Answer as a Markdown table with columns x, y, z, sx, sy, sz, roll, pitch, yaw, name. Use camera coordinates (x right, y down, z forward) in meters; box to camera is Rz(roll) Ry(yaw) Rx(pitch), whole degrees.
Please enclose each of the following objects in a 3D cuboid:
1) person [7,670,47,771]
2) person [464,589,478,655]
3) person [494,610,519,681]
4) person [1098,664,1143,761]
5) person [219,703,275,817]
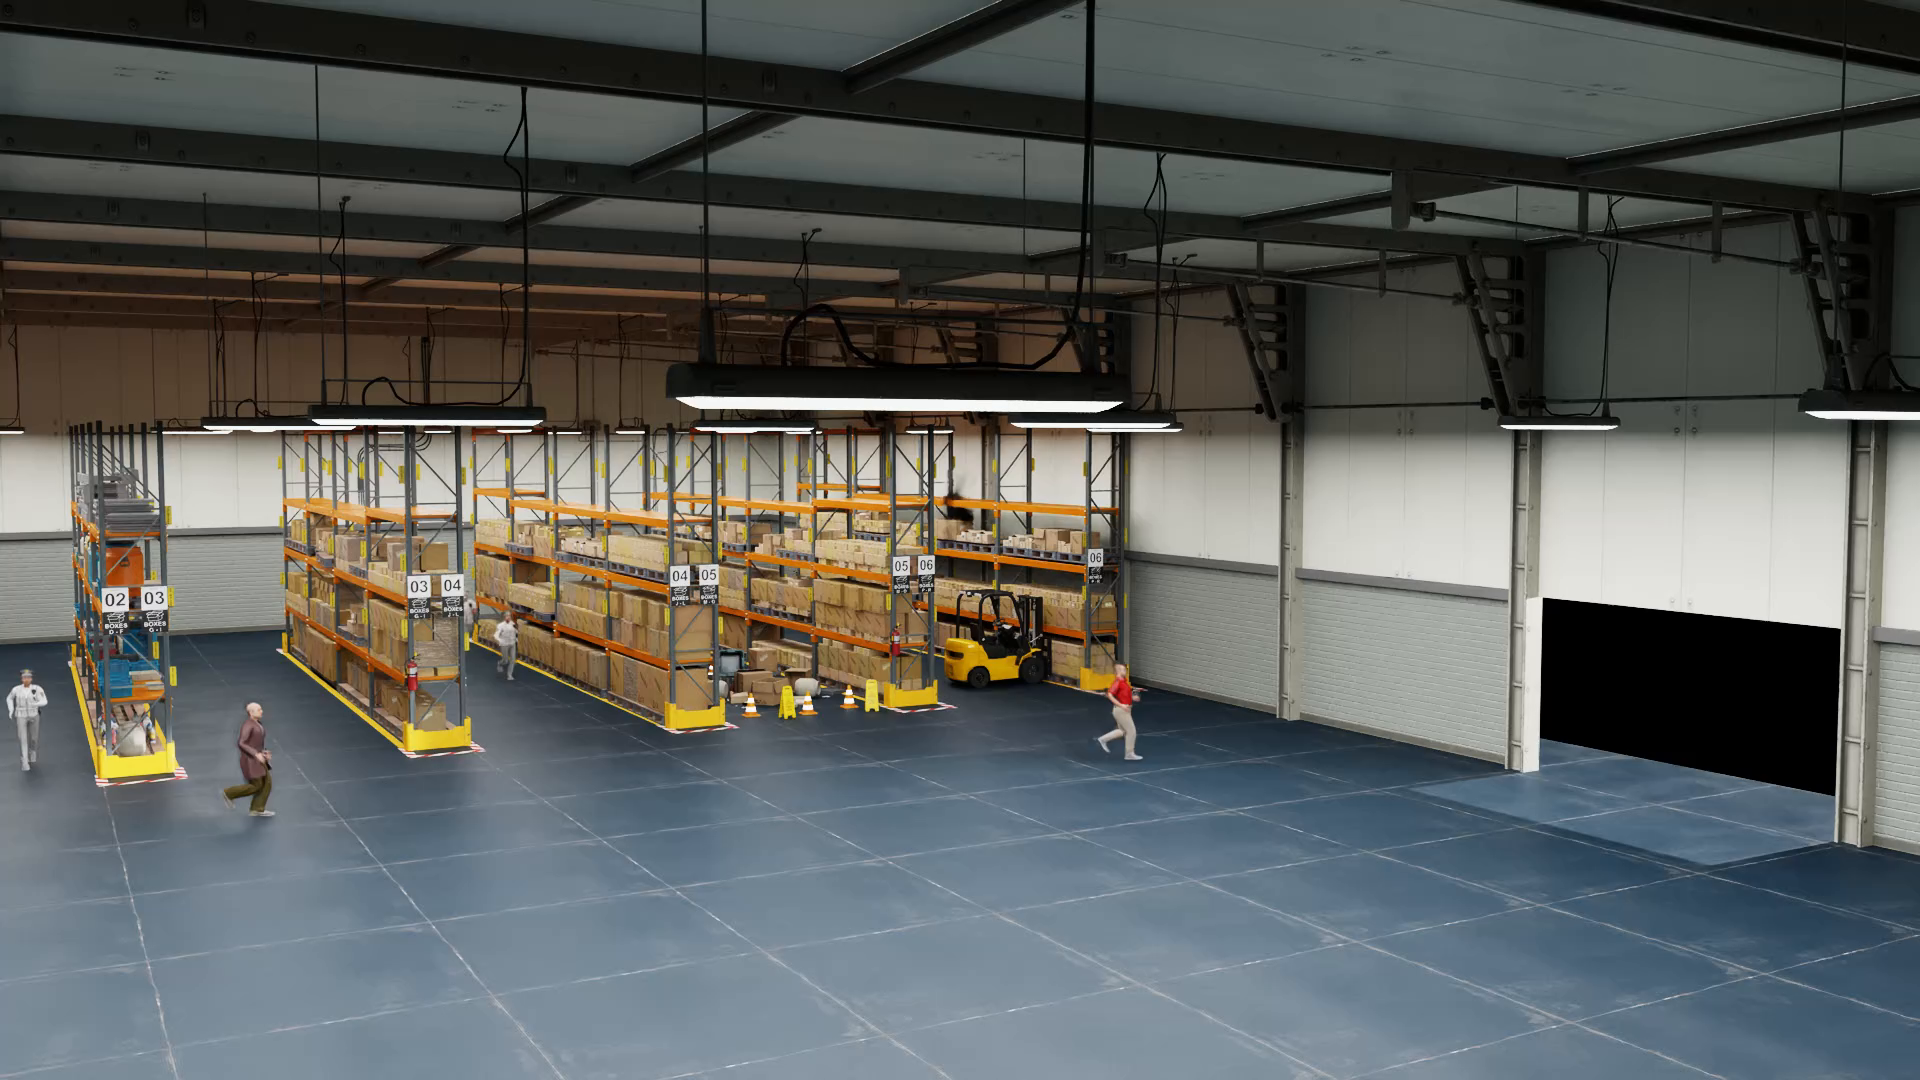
| x | y | z | sx | sy | sz | roll | pitch | yaw | name |
| --- | --- | --- | --- | --- | --- | --- | --- | --- | --- |
| -16.110 | 3.070 | 28.735 | 0.612 | 1.686 | 0.903 | -2 | 4 | -30 | person |
| -12.846 | 2.192 | 43.221 | 0.615 | 1.858 | 0.774 | -2 | 4 | -31 | person |
| -10.660 | 2.471 | 39.208 | 0.617 | 1.661 | 0.742 | -3 | 4 | -38 | person |
| 2.842 | 3.052 | 29.516 | 0.830 | 1.687 | 0.675 | 1 | 4 | 13 | person |
| -10.723 | 3.315 | 25.016 | 0.754 | 1.734 | 0.700 | 0 | 4 | -6 | person |
